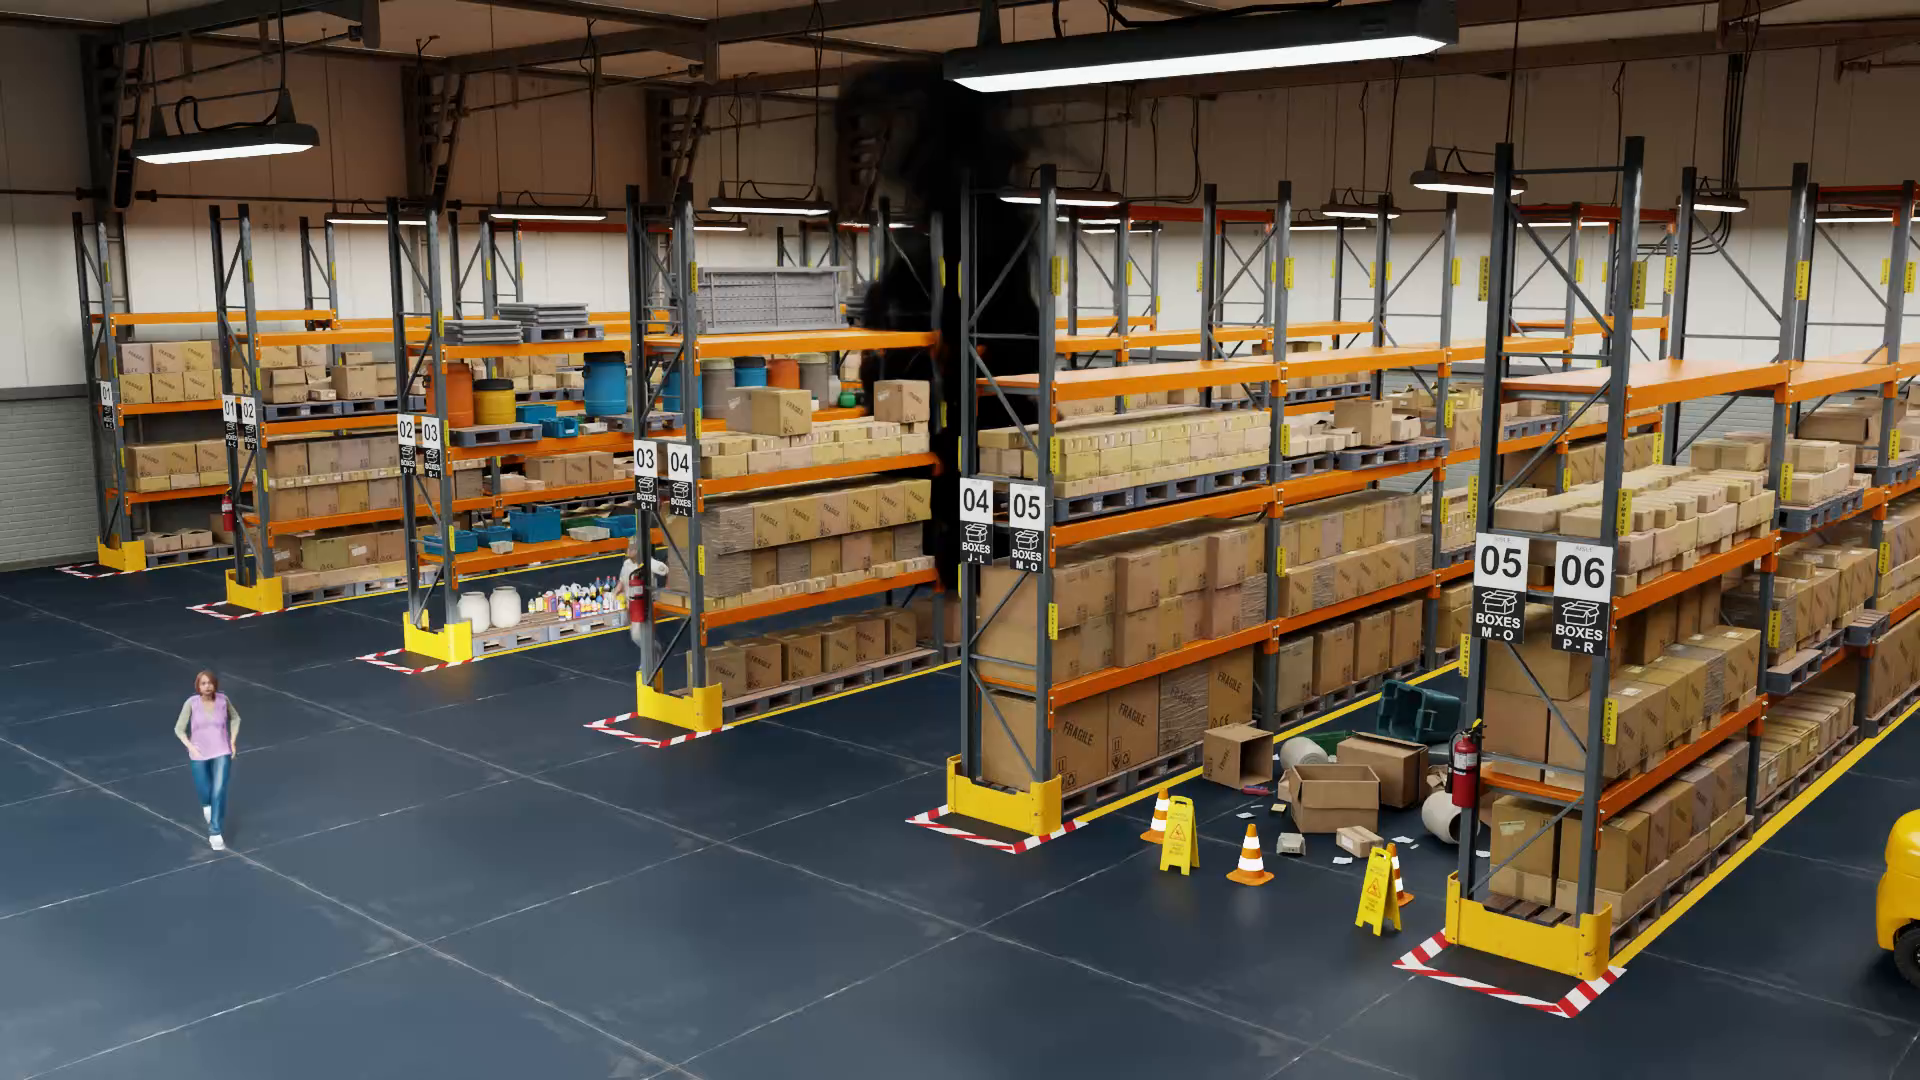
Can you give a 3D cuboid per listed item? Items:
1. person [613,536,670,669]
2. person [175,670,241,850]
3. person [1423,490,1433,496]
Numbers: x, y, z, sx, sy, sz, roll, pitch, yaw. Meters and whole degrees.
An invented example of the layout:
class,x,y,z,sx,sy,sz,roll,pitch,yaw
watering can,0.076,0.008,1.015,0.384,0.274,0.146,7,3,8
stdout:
class,x,y,z,sx,sy,sz,roll,pitch,yaw
person,-3.969,0.810,20.674,0.680,1.734,0.769,6,11,32
person,-6.751,1.938,14.972,0.546,1.583,0.718,-5,11,-25
person,7.284,0.045,25.958,0.569,1.659,0.597,-9,13,-43
